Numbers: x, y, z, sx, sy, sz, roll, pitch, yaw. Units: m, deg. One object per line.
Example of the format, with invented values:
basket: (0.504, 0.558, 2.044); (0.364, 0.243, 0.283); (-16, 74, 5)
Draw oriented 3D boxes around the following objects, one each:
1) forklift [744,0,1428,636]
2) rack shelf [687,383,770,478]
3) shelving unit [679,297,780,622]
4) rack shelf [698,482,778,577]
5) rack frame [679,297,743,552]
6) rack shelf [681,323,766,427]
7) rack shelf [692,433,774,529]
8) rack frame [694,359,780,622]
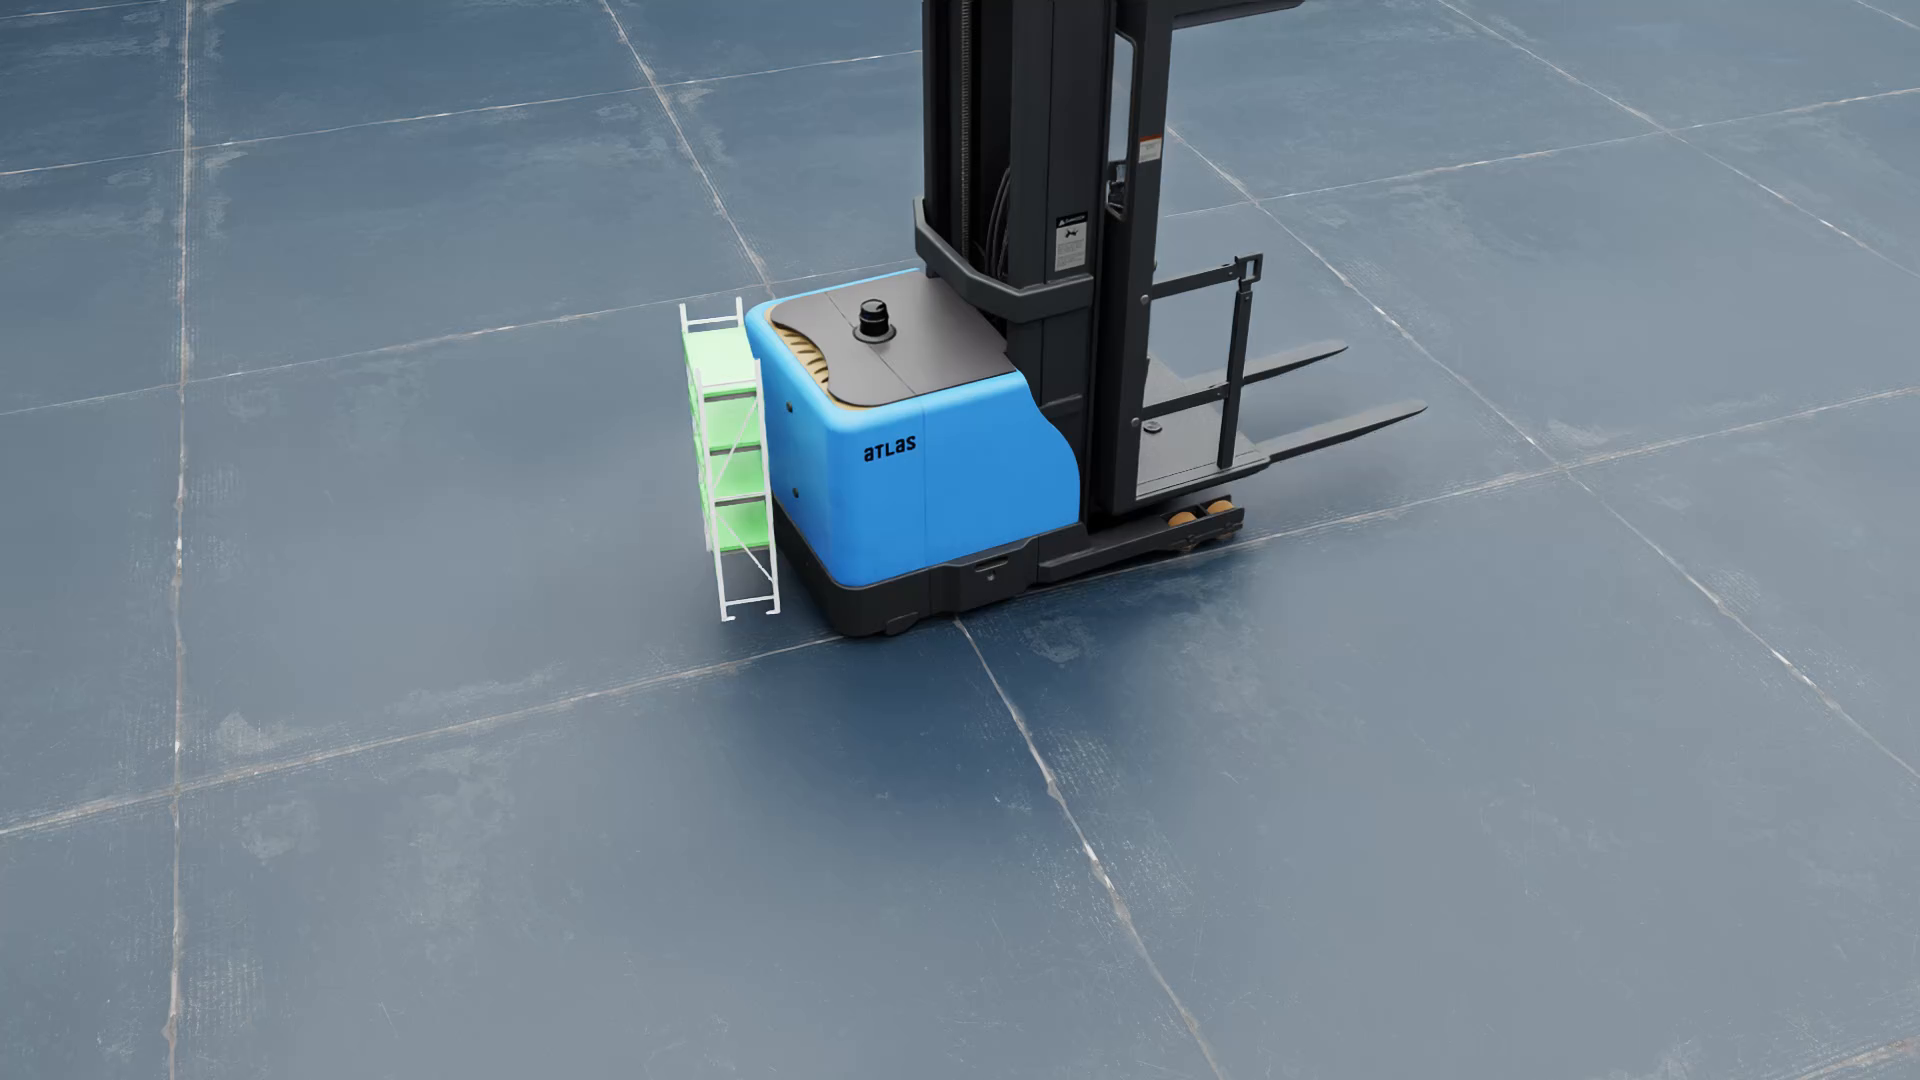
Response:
forklift: (0.668, -1.393, 6.663); (3.031, 2.935, 1.130); (-16, 40, -21)
rack shelf: (-0.916, -0.450, 6.556); (0.258, 0.148, 0.480); (-8, 38, -11)
shelving unit: (-0.916, -0.309, 6.662); (0.258, 1.200, 0.503); (-8, 38, -11)
rack shelf: (-0.917, -0.066, 6.844); (0.258, 0.148, 0.480); (-8, 38, -11)
rack frame: (-0.976, -0.451, 6.851); (0.240, 1.200, 0.015); (-8, 38, -11)
rack shelf: (-0.915, -0.642, 6.412); (0.258, 0.148, 0.480); (-8, 38, -11)
rack shelf: (-0.916, -0.258, 6.700); (0.258, 0.148, 0.480); (-8, 38, -11)
rack frame: (-0.857, -0.167, 6.472); (0.240, 1.200, 0.015); (-8, 38, -11)
